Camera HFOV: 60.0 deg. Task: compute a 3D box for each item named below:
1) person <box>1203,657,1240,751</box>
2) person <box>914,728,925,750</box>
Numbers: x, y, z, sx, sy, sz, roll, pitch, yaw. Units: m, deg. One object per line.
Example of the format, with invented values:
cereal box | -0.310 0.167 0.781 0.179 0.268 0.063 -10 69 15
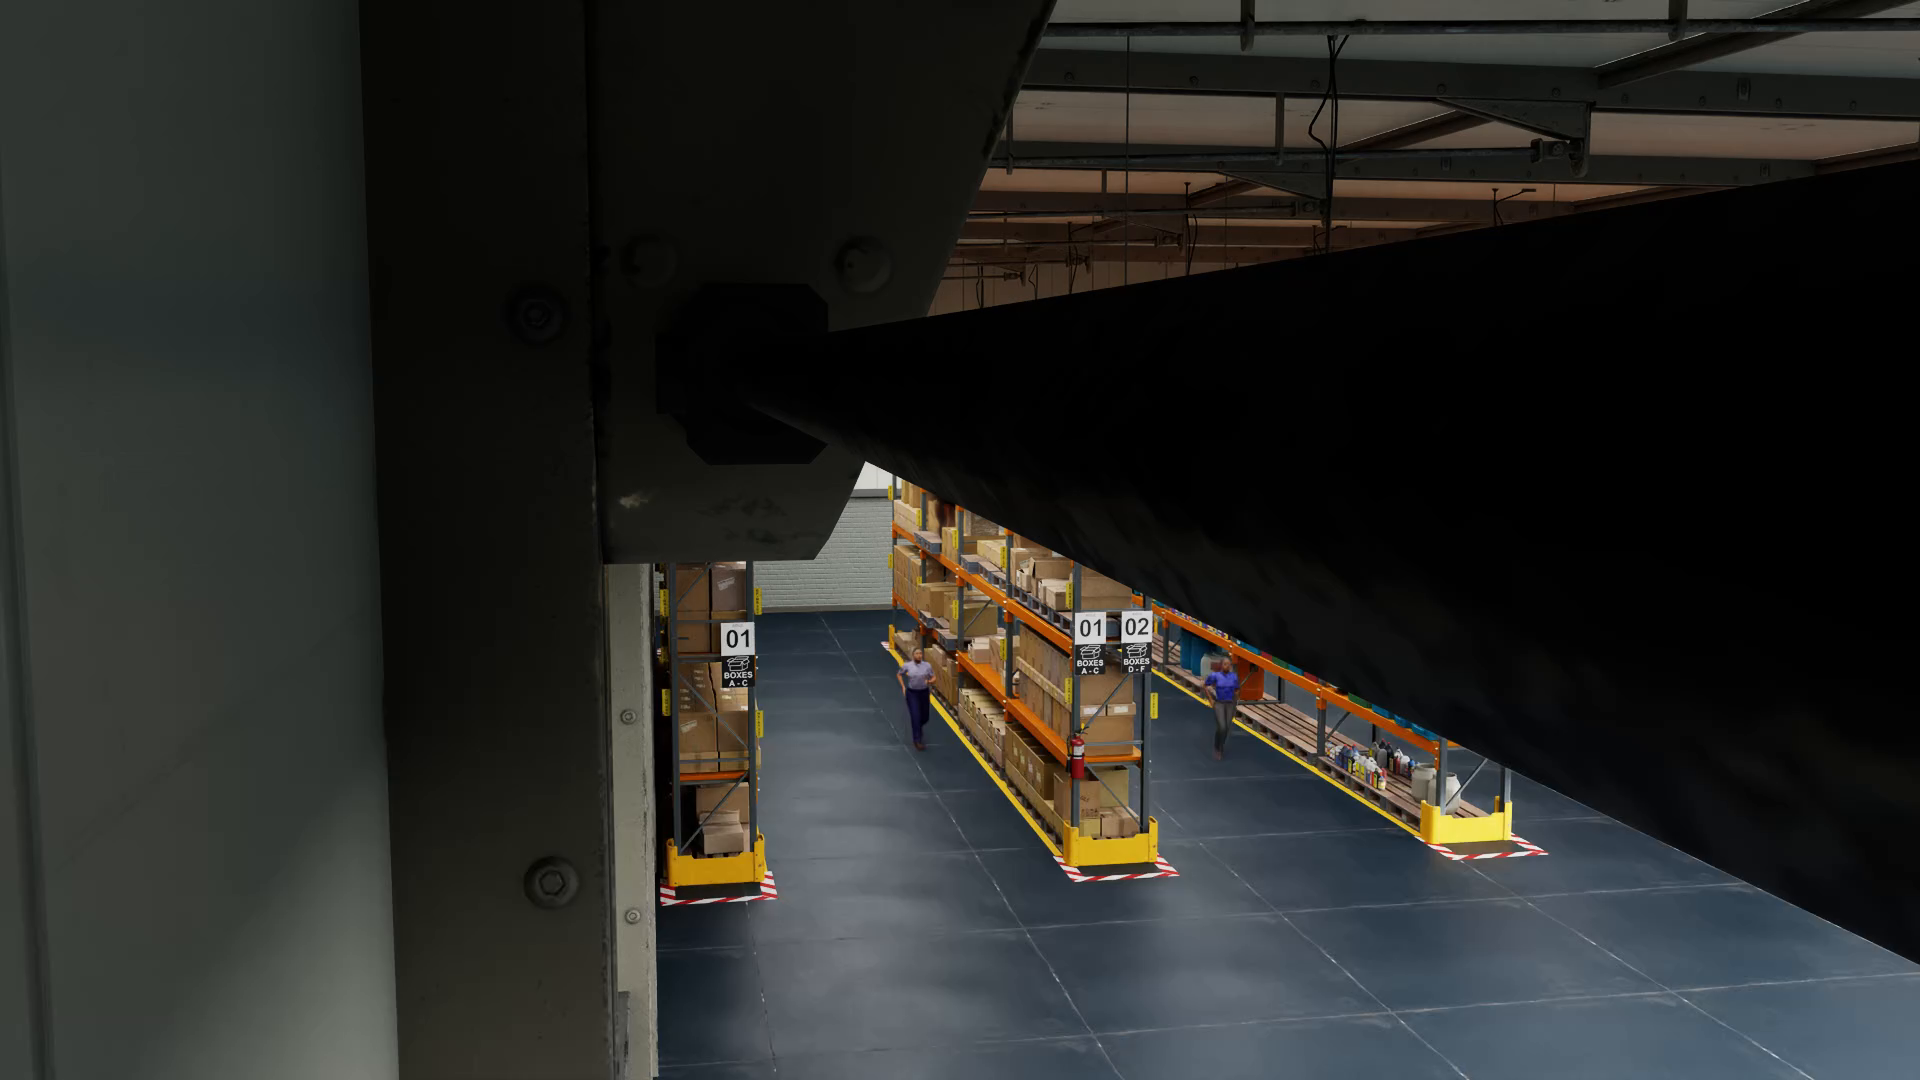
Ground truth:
person | 4.178 2.616 26.318 0.549 1.544 0.682 -2 6 -14
person | -0.676 3.177 27.376 0.287 0.383 0.913 -2 6 -16
